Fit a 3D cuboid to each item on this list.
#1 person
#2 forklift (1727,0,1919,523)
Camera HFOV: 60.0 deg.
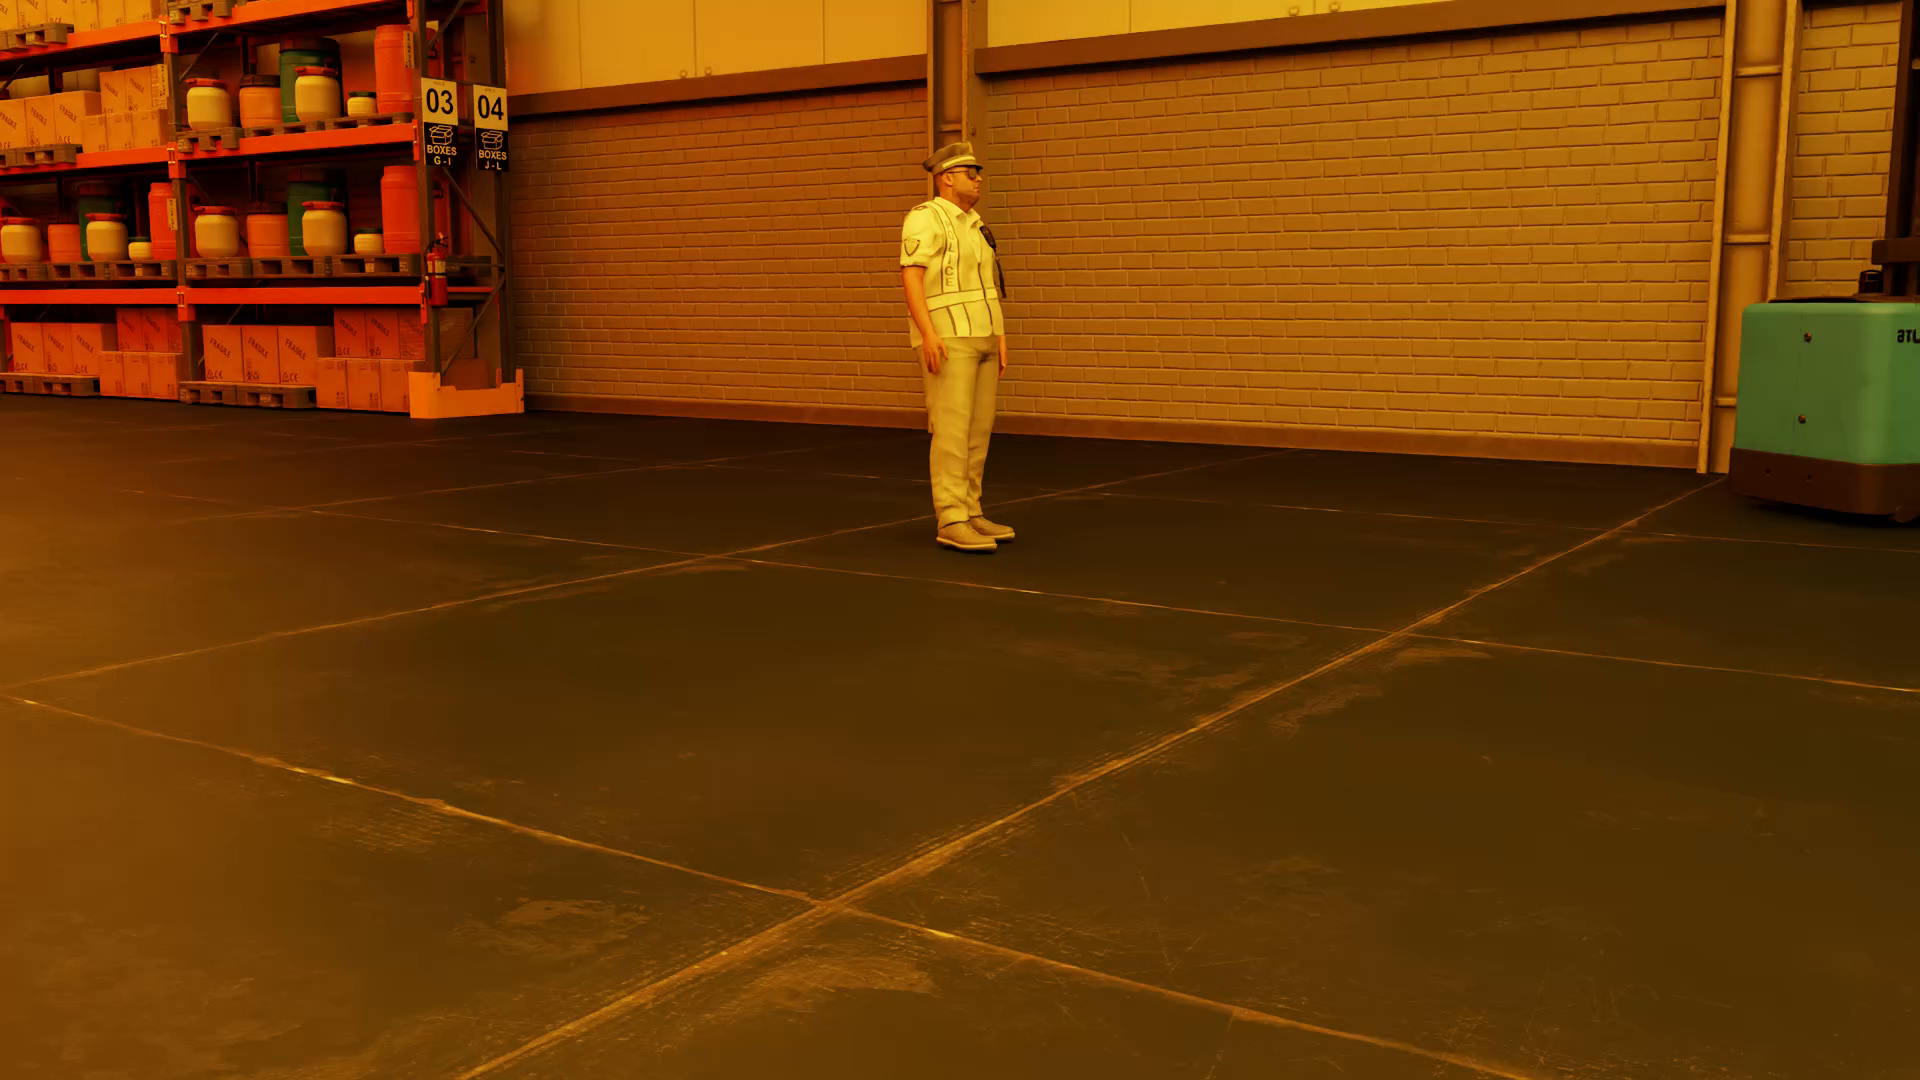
[{"bbox_3d":[0.059,-0.882,7.424,0.573,1.780,0.641,5,10,34],"label":"person"},{"bbox_3d":[5.666,-1.614,8.546,3.031,2.935,1.130,-2,8,-12],"label":"forklift"}]
